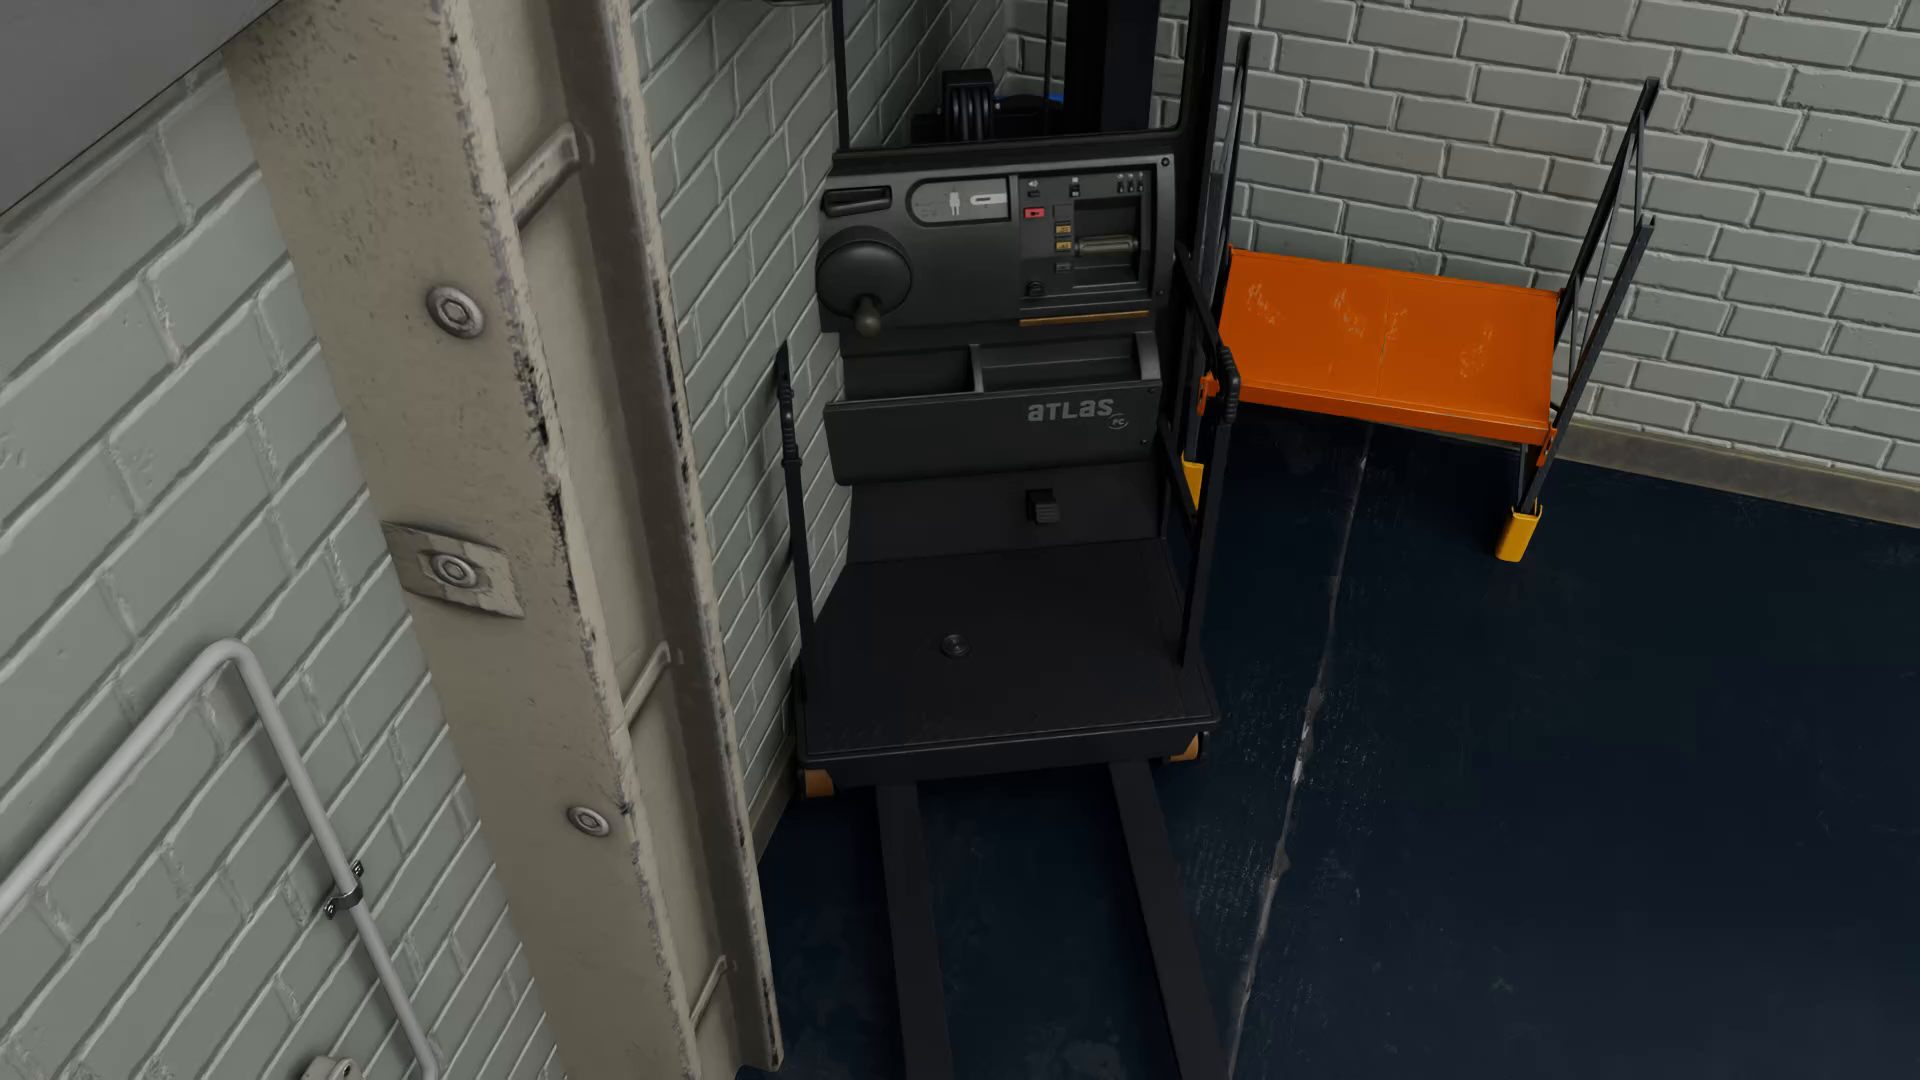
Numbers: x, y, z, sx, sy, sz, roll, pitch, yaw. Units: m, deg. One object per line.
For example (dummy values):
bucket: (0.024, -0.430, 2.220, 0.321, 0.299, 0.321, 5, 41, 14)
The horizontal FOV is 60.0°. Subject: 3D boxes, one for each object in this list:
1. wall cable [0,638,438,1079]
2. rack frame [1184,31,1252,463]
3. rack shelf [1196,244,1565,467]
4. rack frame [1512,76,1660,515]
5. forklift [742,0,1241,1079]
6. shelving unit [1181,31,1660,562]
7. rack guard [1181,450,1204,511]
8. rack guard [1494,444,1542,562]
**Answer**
wall cable: (-1.133, 0.823, 1.538, 0.084, 1.984, 1.851, 13, 46, 13)
rack frame: (0.737, -0.730, 4.851, 0.032, 1.500, 0.500, 10, 61, 10)
rack shelf: (1.243, -0.556, 4.919, 1.000, 0.185, 0.538, 10, 61, 10)
rack frame: (1.725, -0.565, 4.678, 0.032, 1.500, 0.500, 10, 61, 10)
forklift: (0.077, -0.612, 3.779, 1.130, 2.935, 3.031, -5, 45, -5)
shelving unit: (1.240, -0.646, 4.763, 1.083, 1.500, 0.587, 10, 61, 10)
rack guard: (0.797, -0.409, 5.384, 0.087, 0.250, 0.587, 10, 61, 10)
rack guard: (1.765, -0.247, 5.215, 0.087, 0.250, 0.587, 10, 61, 10)
